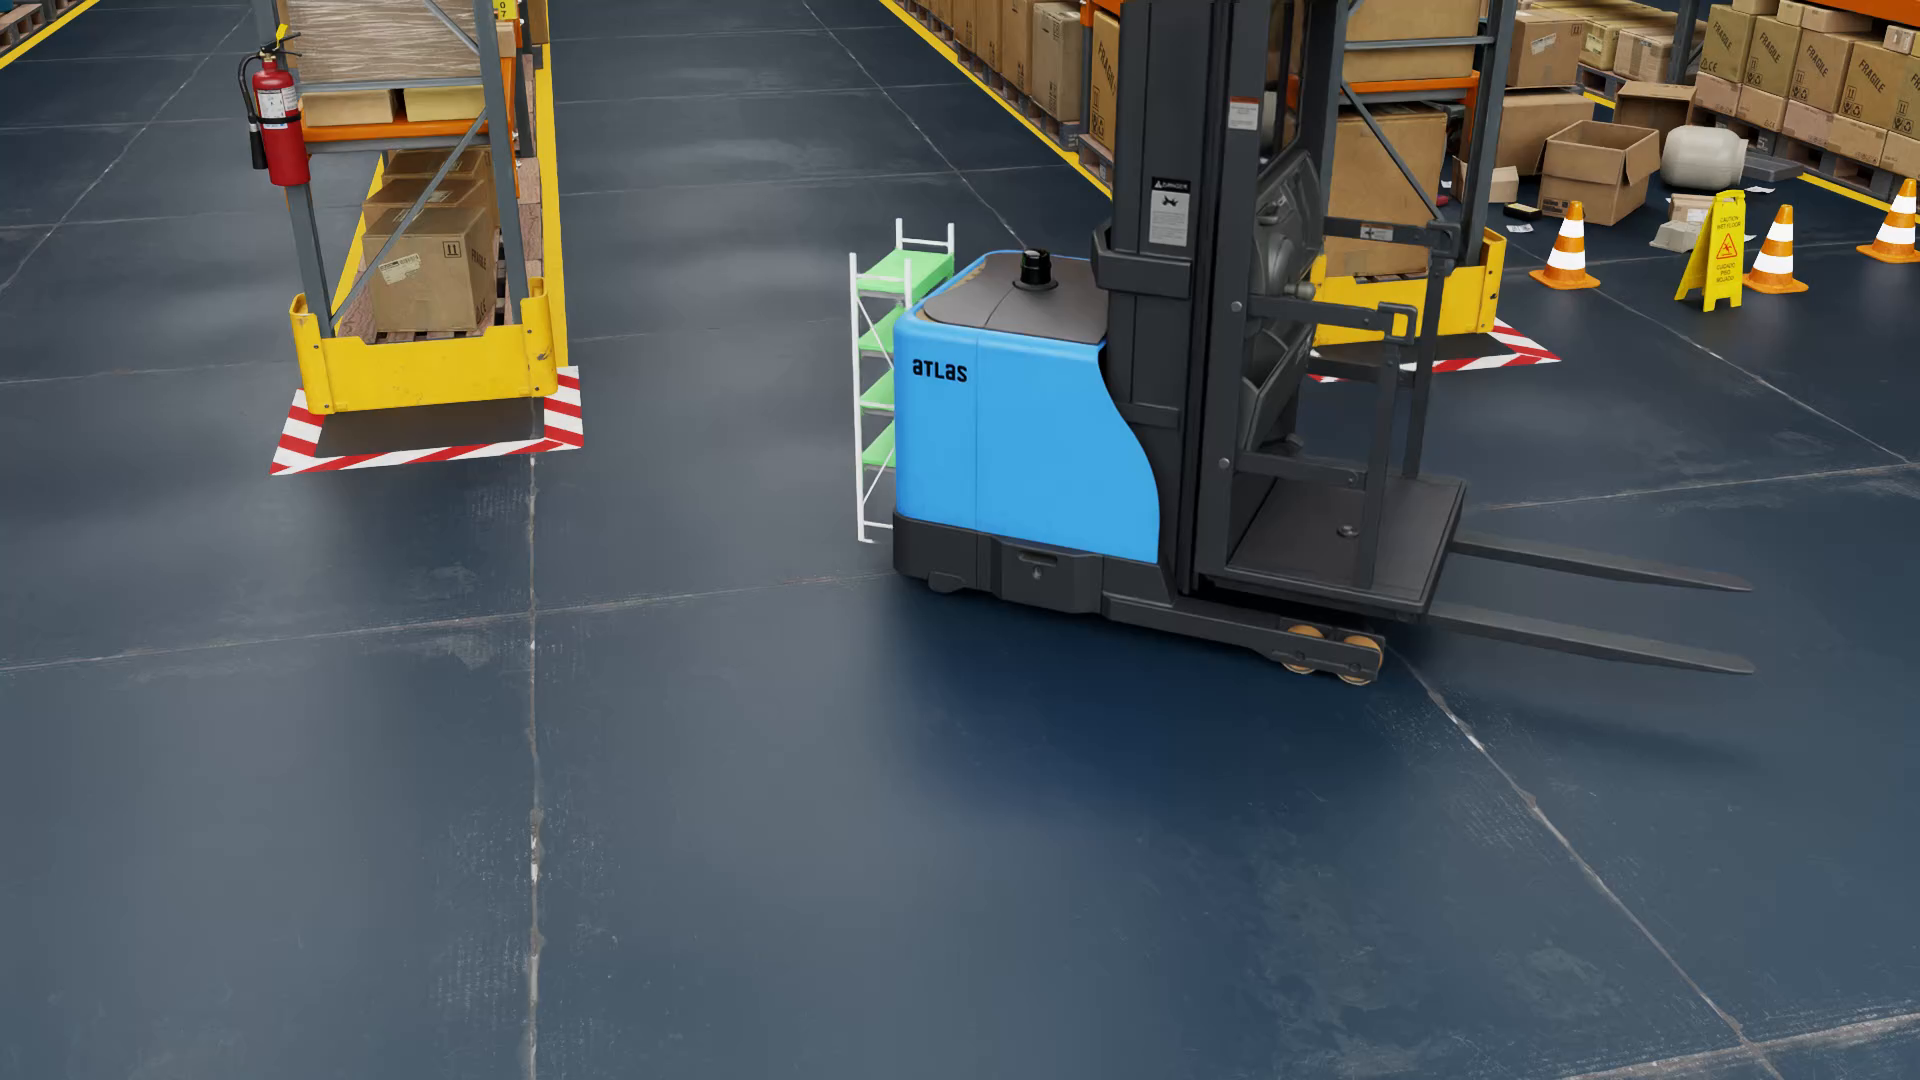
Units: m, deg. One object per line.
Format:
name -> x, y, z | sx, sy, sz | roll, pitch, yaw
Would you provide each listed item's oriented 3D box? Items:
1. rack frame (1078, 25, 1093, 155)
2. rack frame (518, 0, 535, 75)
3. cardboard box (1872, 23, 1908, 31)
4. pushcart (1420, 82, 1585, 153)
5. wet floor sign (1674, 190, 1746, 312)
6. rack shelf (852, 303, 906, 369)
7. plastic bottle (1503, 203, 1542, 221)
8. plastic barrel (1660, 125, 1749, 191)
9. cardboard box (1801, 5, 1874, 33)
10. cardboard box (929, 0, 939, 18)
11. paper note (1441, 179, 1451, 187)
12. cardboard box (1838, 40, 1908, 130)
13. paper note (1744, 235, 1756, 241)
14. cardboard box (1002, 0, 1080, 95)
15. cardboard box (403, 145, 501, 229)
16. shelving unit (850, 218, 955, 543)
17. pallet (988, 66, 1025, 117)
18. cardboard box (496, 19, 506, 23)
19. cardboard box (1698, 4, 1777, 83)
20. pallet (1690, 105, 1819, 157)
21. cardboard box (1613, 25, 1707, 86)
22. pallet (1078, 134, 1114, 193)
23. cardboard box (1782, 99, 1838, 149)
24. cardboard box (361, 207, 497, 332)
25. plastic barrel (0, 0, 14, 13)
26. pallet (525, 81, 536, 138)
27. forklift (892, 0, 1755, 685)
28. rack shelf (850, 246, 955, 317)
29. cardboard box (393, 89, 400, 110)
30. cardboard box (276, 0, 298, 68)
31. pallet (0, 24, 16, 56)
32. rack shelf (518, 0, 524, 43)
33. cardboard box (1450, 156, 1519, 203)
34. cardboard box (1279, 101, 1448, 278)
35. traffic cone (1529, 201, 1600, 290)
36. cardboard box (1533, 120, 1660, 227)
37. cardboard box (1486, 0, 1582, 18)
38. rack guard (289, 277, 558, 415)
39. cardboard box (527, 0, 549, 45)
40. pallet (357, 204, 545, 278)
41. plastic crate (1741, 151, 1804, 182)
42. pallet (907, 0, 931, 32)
rack frame -> 1.390, -4.248, 11.838 | 1.000, 3.000, 0.127 | -6, 27, -12
rack frame -> -4.367, -5.545, 14.407 | 1.000, 3.000, 0.127 | -6, 27, -12
cardboard box -> 6.817, -3.411, 11.931 | 0.500, 0.500, 0.500 | -5, 27, -9
pushcart -> 3.979, -3.371, 13.010 | 1.648, 0.377, 0.936 | -16, 31, -29
wet floor sign -> 4.227, -1.630, 9.262 | 0.267, 0.644, 0.232 | -11, 29, -20
rack shelf -> -0.218, -0.779, 6.570 | 0.258, 0.148, 0.480 | 9, 28, 17
plastic bottle -> 3.691, -2.175, 10.991 | 0.133, 0.061, 0.283 | -16, 31, -29
plastic barrel -> 5.151, -2.642, 11.515 | 0.512, 0.421, 0.421 | 13, 30, 24
cardboard box -> 6.210, -3.689, 11.763 | 0.380, 0.149, 0.250 | -4, 27, -9
cardboard box -> -0.028, -5.566, 16.758 | 0.500, 0.500, 0.500 | -5, 27, -10
paper note -> 3.479, -2.509, 11.696 | 0.172, 0.023, 0.155 | 3, 27, 6
cardboard box -> 6.429, -3.110, 11.336 | 0.500, 0.500, 0.500 | -7, 28, -13
paper note -> 4.939, -1.927, 10.533 | 0.148, 0.019, 0.142 | -16, 31, -29
cardboard box -> 0.948, -4.119, 13.612 | 1.050, 0.750, 0.750 | -6, 27, -12
cardboard box -> -3.061, -2.166, 10.020 | 0.500, 0.500, 0.500 | -8, 28, -16
shelving unit -> -0.218, -0.622, 6.650 | 0.258, 1.200, 0.503 | 9, 28, 17
pallet -> 0.864, -3.871, 14.185 | 1.003, 0.211, 1.213 | -6, 27, -12
cardboard box -> -2.807, -2.952, 9.549 | 0.380, 0.149, 0.250 | -6, 27, -12
cardboard box -> 6.059, -3.804, 12.710 | 0.500, 0.500, 0.500 | -5, 27, -9
pallet -> 6.375, -3.259, 12.973 | 1.003, 0.211, 1.213 | -6, 27, -12
cardboard box -> 6.069, -4.040, 13.875 | 0.950, 0.372, 0.625 | -6, 27, -11
pallet -> 1.485, -2.662, 11.789 | 1.003, 0.211, 1.213 | -6, 27, -12
cardboard box -> 6.313, -3.003, 11.956 | 0.500, 0.250, 0.500 | -6, 27, -12
cardboard box -> -2.688, -1.380, 8.464 | 0.500, 0.500, 0.500 | -1, 27, -2
plastic barrel -> -9.988, -5.808, 16.791 | 0.600, 0.901, 0.708 | -6, 27, -12
pallet -> -3.921, -3.422, 13.296 | 1.003, 0.211, 1.213 | -6, 27, -12
forklift -> 1.311, -1.079, 5.636 | 3.031, 2.935, 1.130 | 11, 29, 20
rack shelf -> -0.218, -0.993, 6.462 | 0.258, 0.148, 0.480 | 9, 28, 17
cardboard box -> -2.885, -2.135, 7.929 | 0.380, 0.149, 0.250 | -6, 27, -12
cardboard box -> -2.891, -2.662, 8.254 | 0.875, 0.500, 0.500 | -6, 27, -12
pallet -> -9.682, -4.674, 15.775 | 1.003, 0.211, 1.213 | -6, 27, -12
rack shelf -> -3.916, -4.346, 12.829 | 1.077, 0.370, 4.000 | -6, 27, -12
cardboard box -> 3.571, -2.460, 11.329 | 0.396, 0.266, 0.258 | -1, 27, -3
cardboard box -> 2.074, -2.022, 9.319 | 0.875, 0.875, 0.875 | -6, 27, -11
traffic cone -> 3.555, -1.737, 9.678 | 0.336, 0.463, 0.334 | -6, 27, -12
cardboard box -> 4.229, -2.439, 11.023 | 0.637, 0.503, 0.797 | 19, 32, 32
cardboard box -> 5.580, -4.993, 15.764 | 0.950, 0.372, 0.625 | -6, 27, -13
rack guard -> -2.581, -0.950, 8.078 | 1.175, 0.500, 0.348 | -6, 27, -12
cardboard box -> -4.502, -5.089, 15.395 | 1.225, 0.875, 0.875 | -7, 28, -14
pallet -> -3.001, -1.716, 9.916 | 1.003, 0.211, 1.213 | -6, 27, -12
plastic crate -> 5.744, -2.719, 12.049 | 0.402, 0.080, 0.583 | -16, 31, -29
pallet -> 0.042, -5.637, 17.684 | 1.003, 0.211, 1.213 | -6, 27, -12
